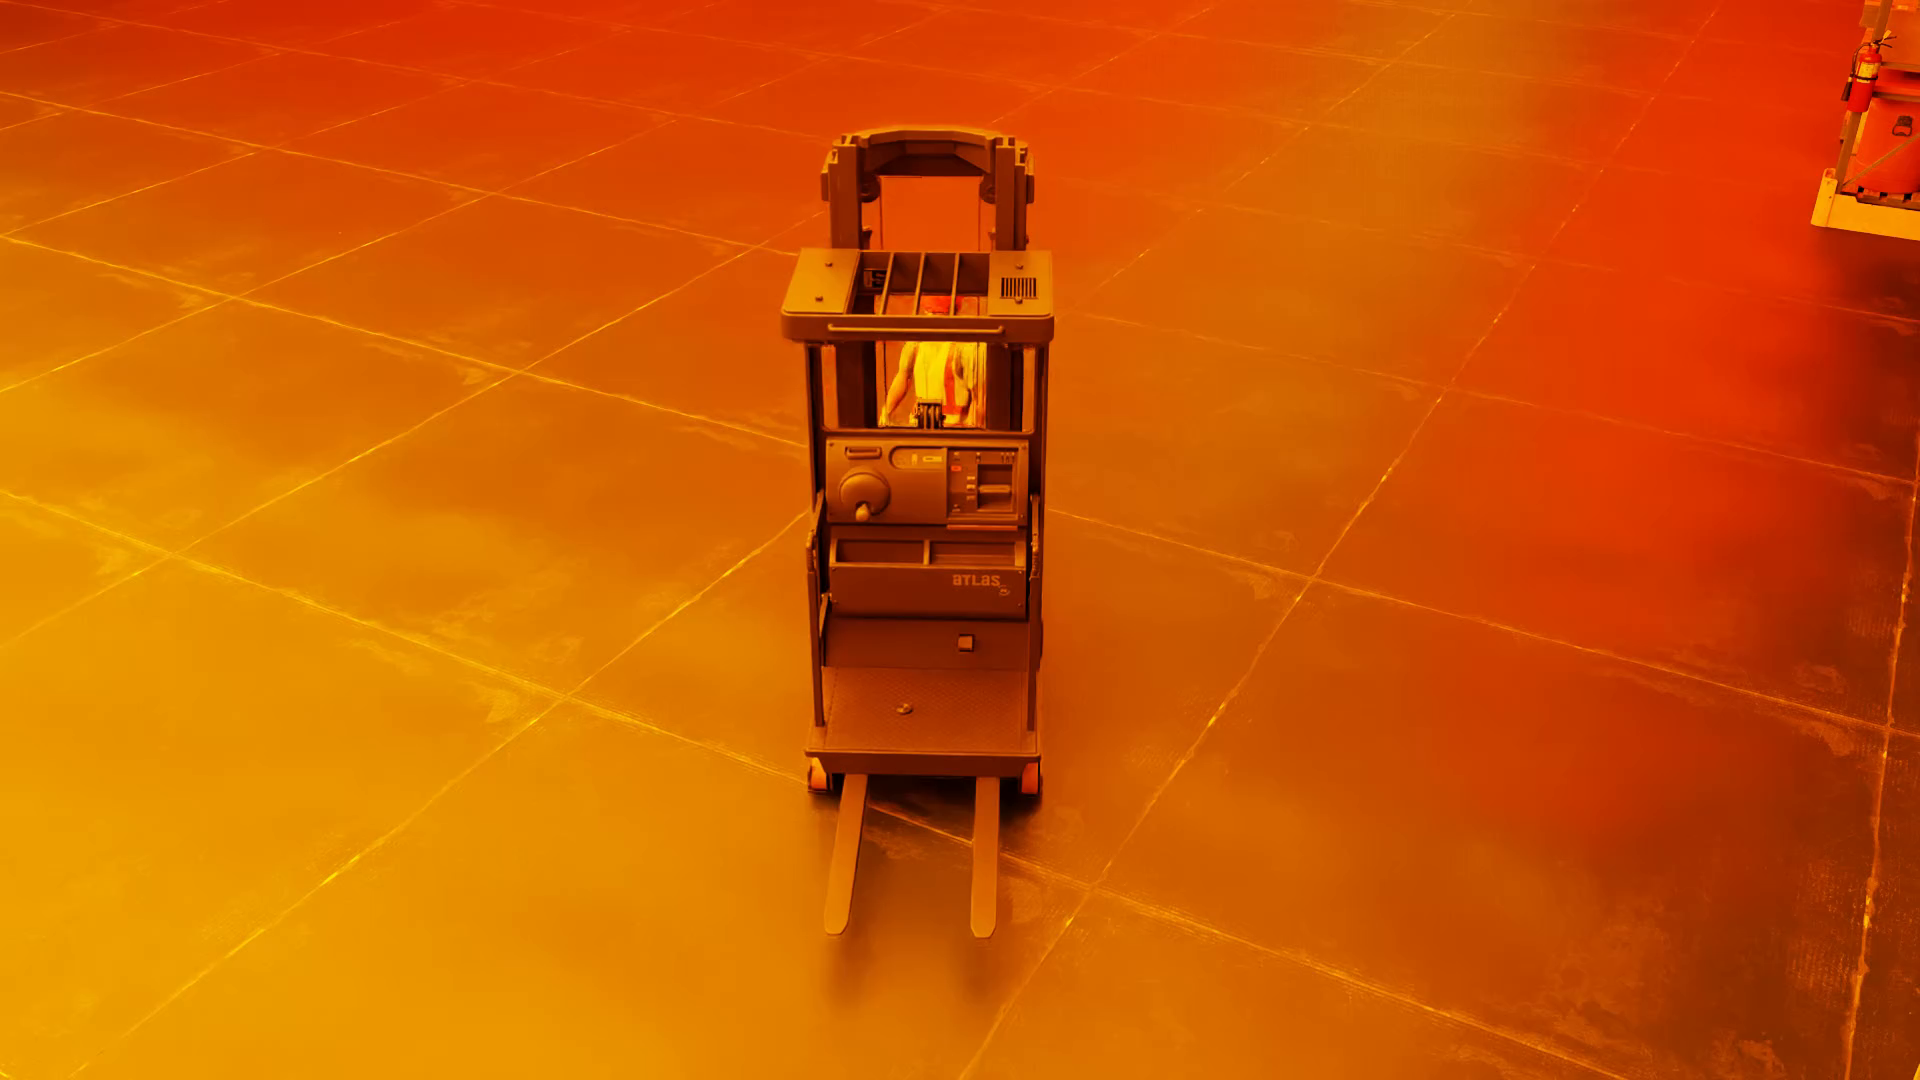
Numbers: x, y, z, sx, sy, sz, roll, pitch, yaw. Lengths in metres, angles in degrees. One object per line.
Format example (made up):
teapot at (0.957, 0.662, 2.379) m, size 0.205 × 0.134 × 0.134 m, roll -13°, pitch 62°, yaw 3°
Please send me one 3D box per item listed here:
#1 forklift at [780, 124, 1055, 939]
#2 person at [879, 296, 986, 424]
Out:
forklift at (-0.155, -0.222, 7.455) m, size 1.130 × 2.935 × 3.031 m, roll 1°, pitch 30°, yaw 2°
person at (-0.232, -0.584, 9.290) m, size 0.702 × 1.734 × 0.721 m, roll -25°, pitch 38°, yaw -36°
